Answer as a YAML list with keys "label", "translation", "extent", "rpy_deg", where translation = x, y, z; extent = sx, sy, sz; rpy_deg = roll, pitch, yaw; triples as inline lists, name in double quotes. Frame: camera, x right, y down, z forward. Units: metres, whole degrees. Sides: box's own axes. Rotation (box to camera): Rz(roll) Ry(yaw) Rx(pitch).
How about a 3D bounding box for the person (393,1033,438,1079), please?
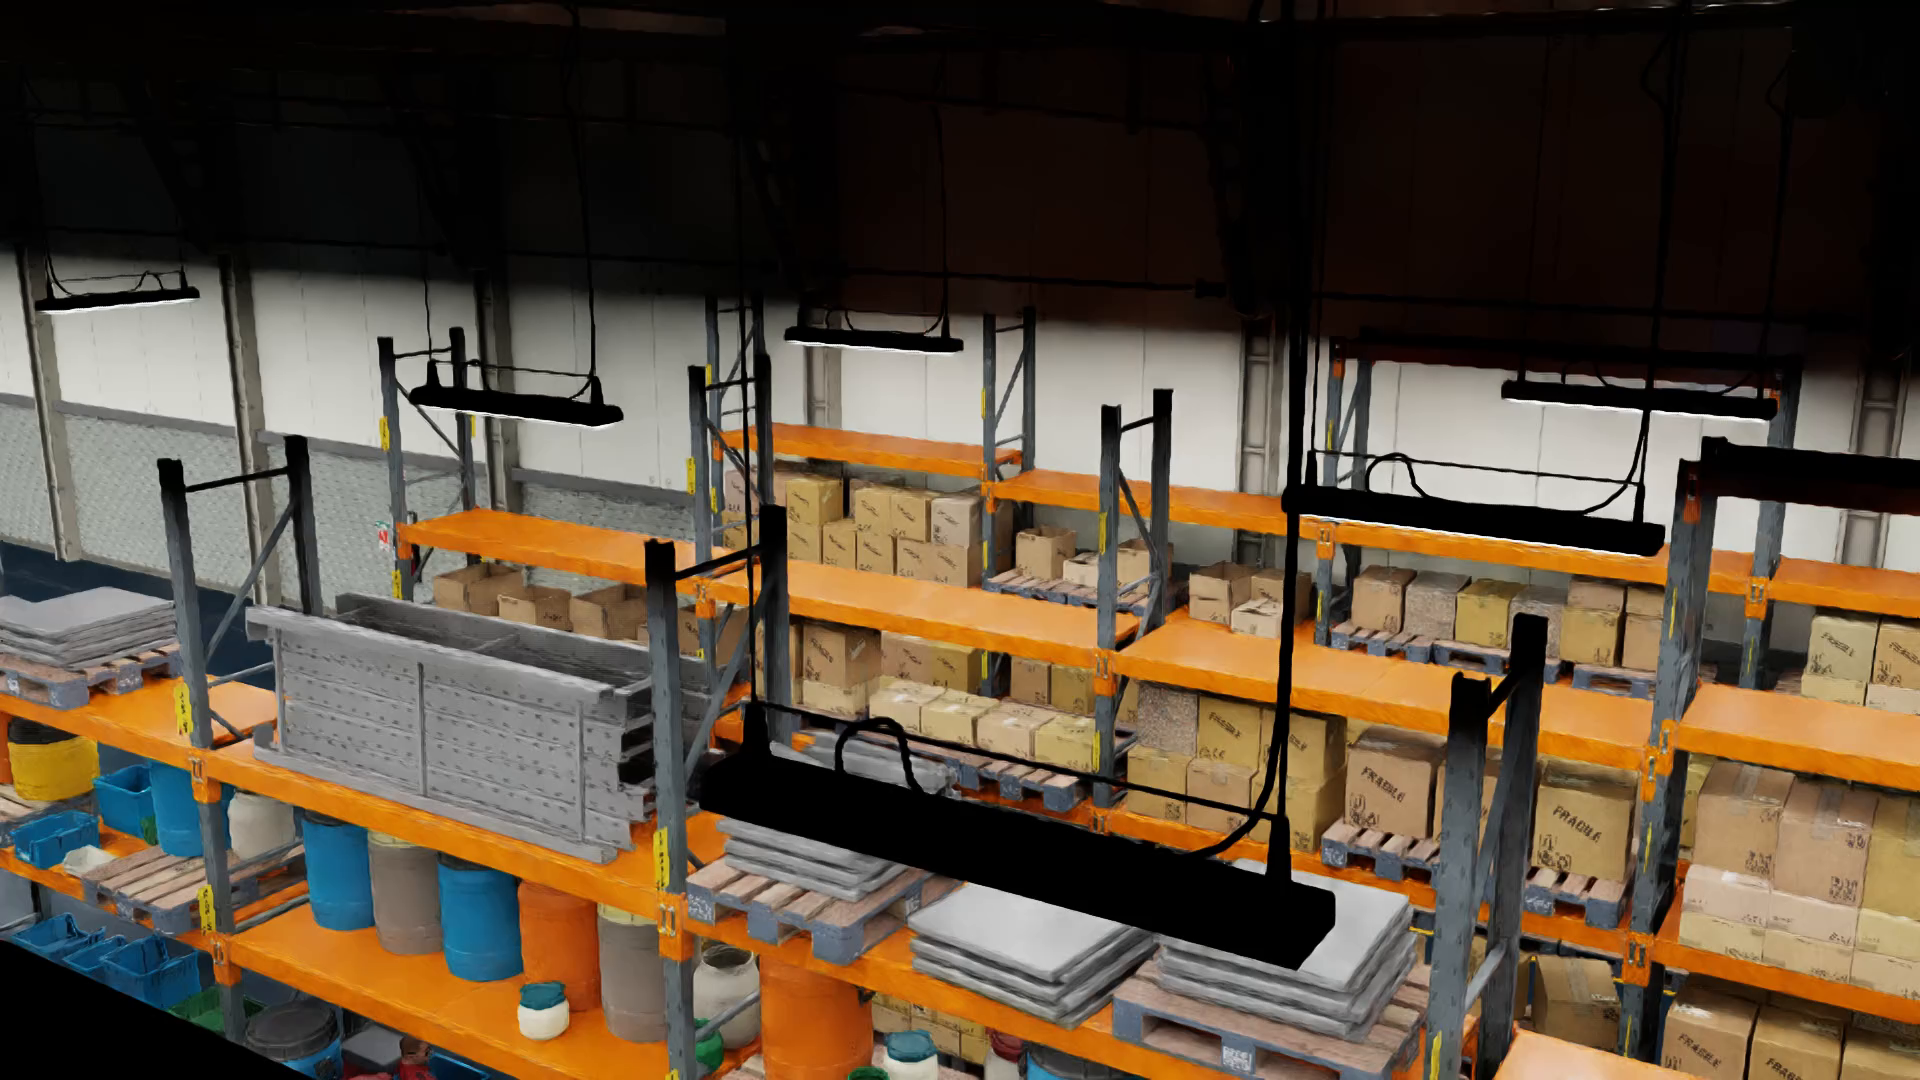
- label: "person"
  translation: [-3.783, 4.212, 11.661]
  extent: [0.650, 1.726, 0.400]
  rpy_deg: [12, 18, 40]
